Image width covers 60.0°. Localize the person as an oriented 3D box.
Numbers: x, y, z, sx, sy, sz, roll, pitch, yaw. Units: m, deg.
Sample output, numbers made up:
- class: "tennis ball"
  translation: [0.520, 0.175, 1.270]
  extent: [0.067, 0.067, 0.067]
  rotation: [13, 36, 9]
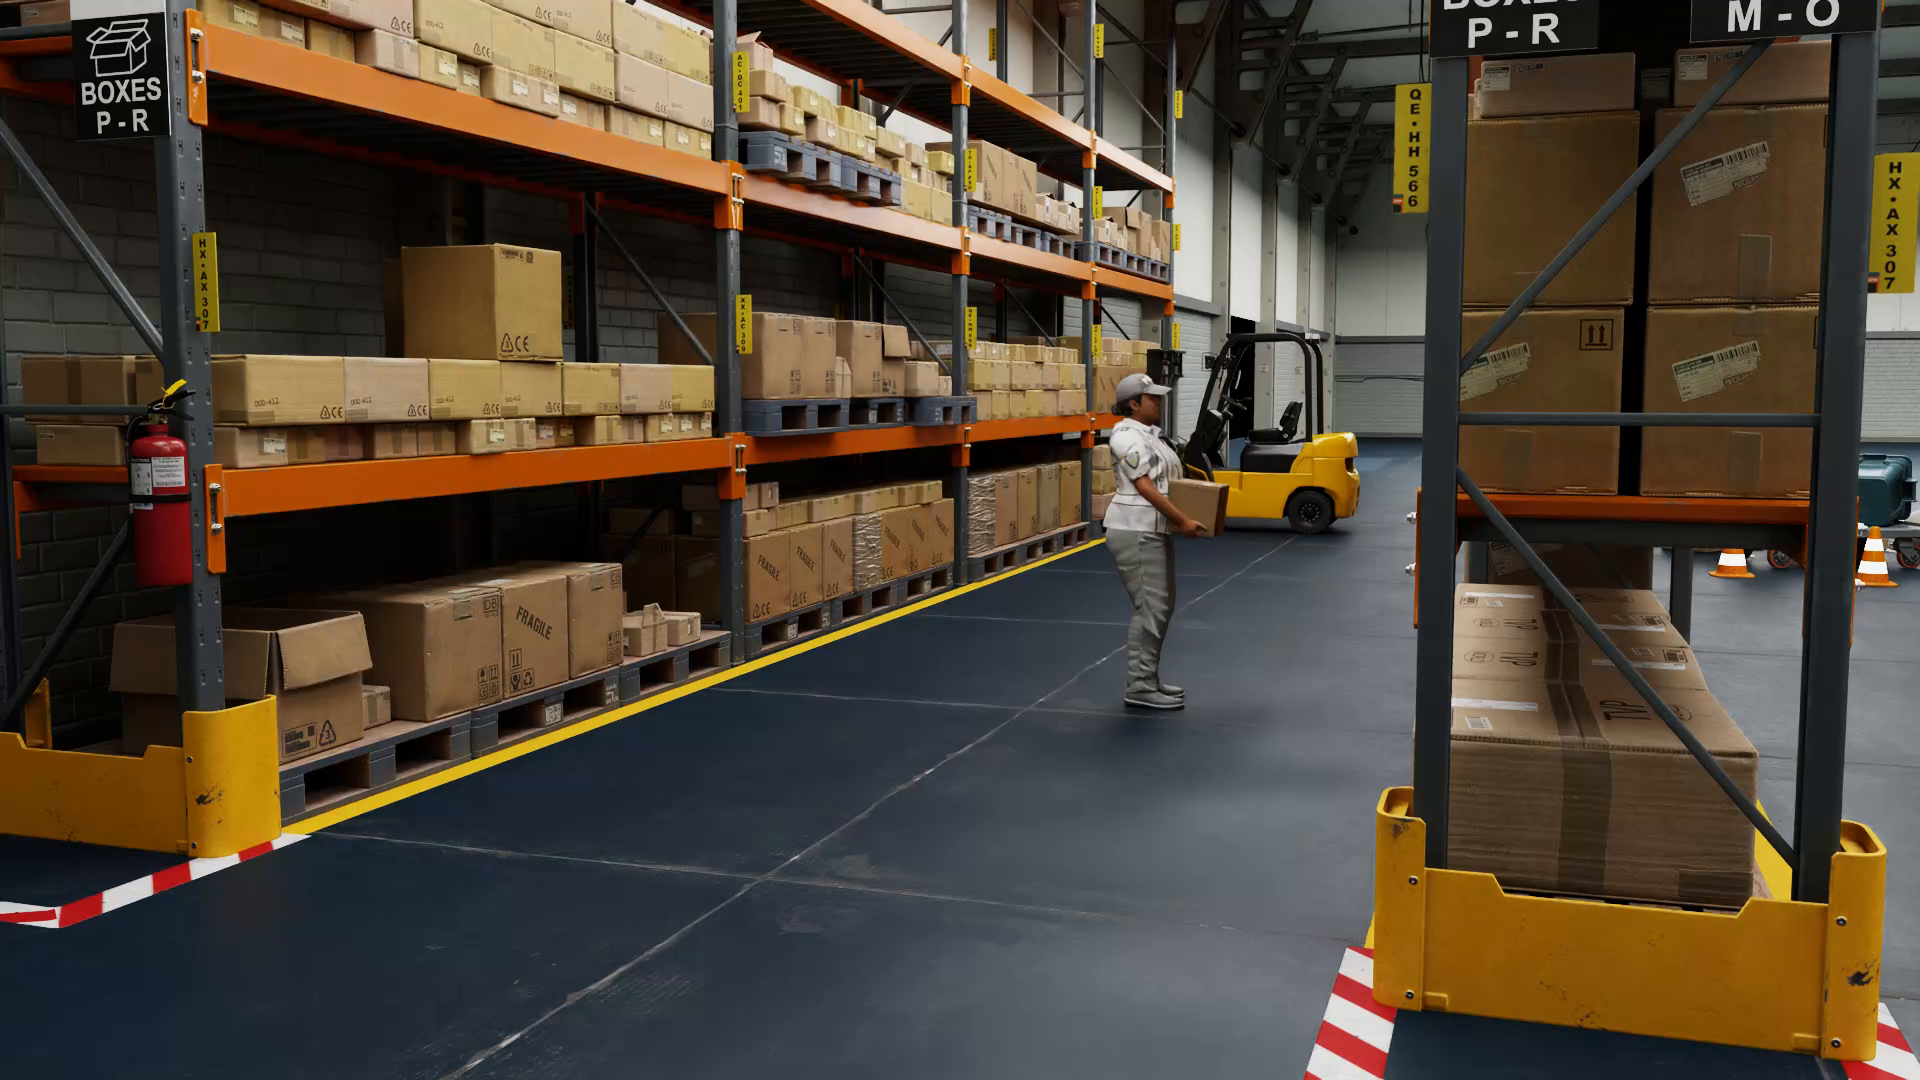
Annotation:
- class: "person"
  translation: [0.998, -0.003, 8.328]
  extent: [0.541, 1.655, 0.454]
  rotation: [2, 6, 20]
